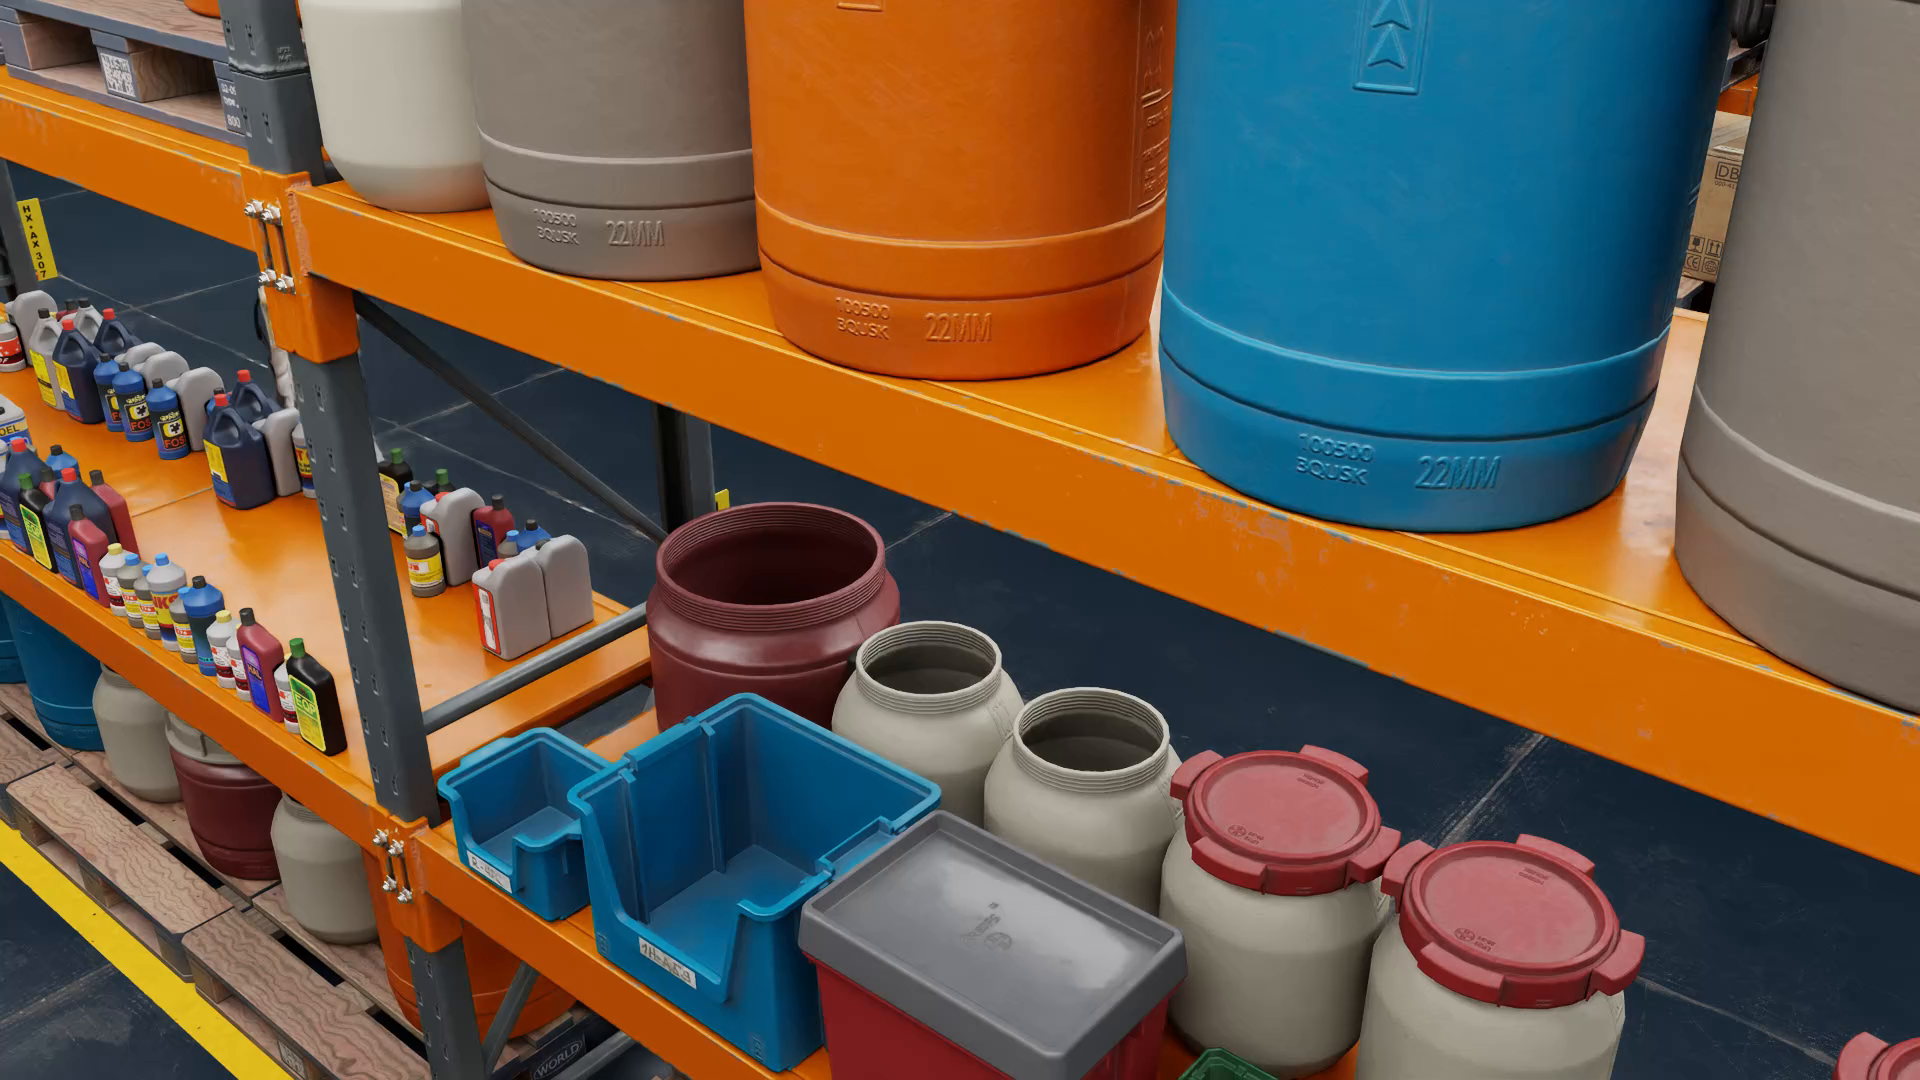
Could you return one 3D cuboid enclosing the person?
[{"bbox_3d":[-2.980,-0.813,7.630,0.983,1.630,0.517,21,34,35],"label":"person"}]
